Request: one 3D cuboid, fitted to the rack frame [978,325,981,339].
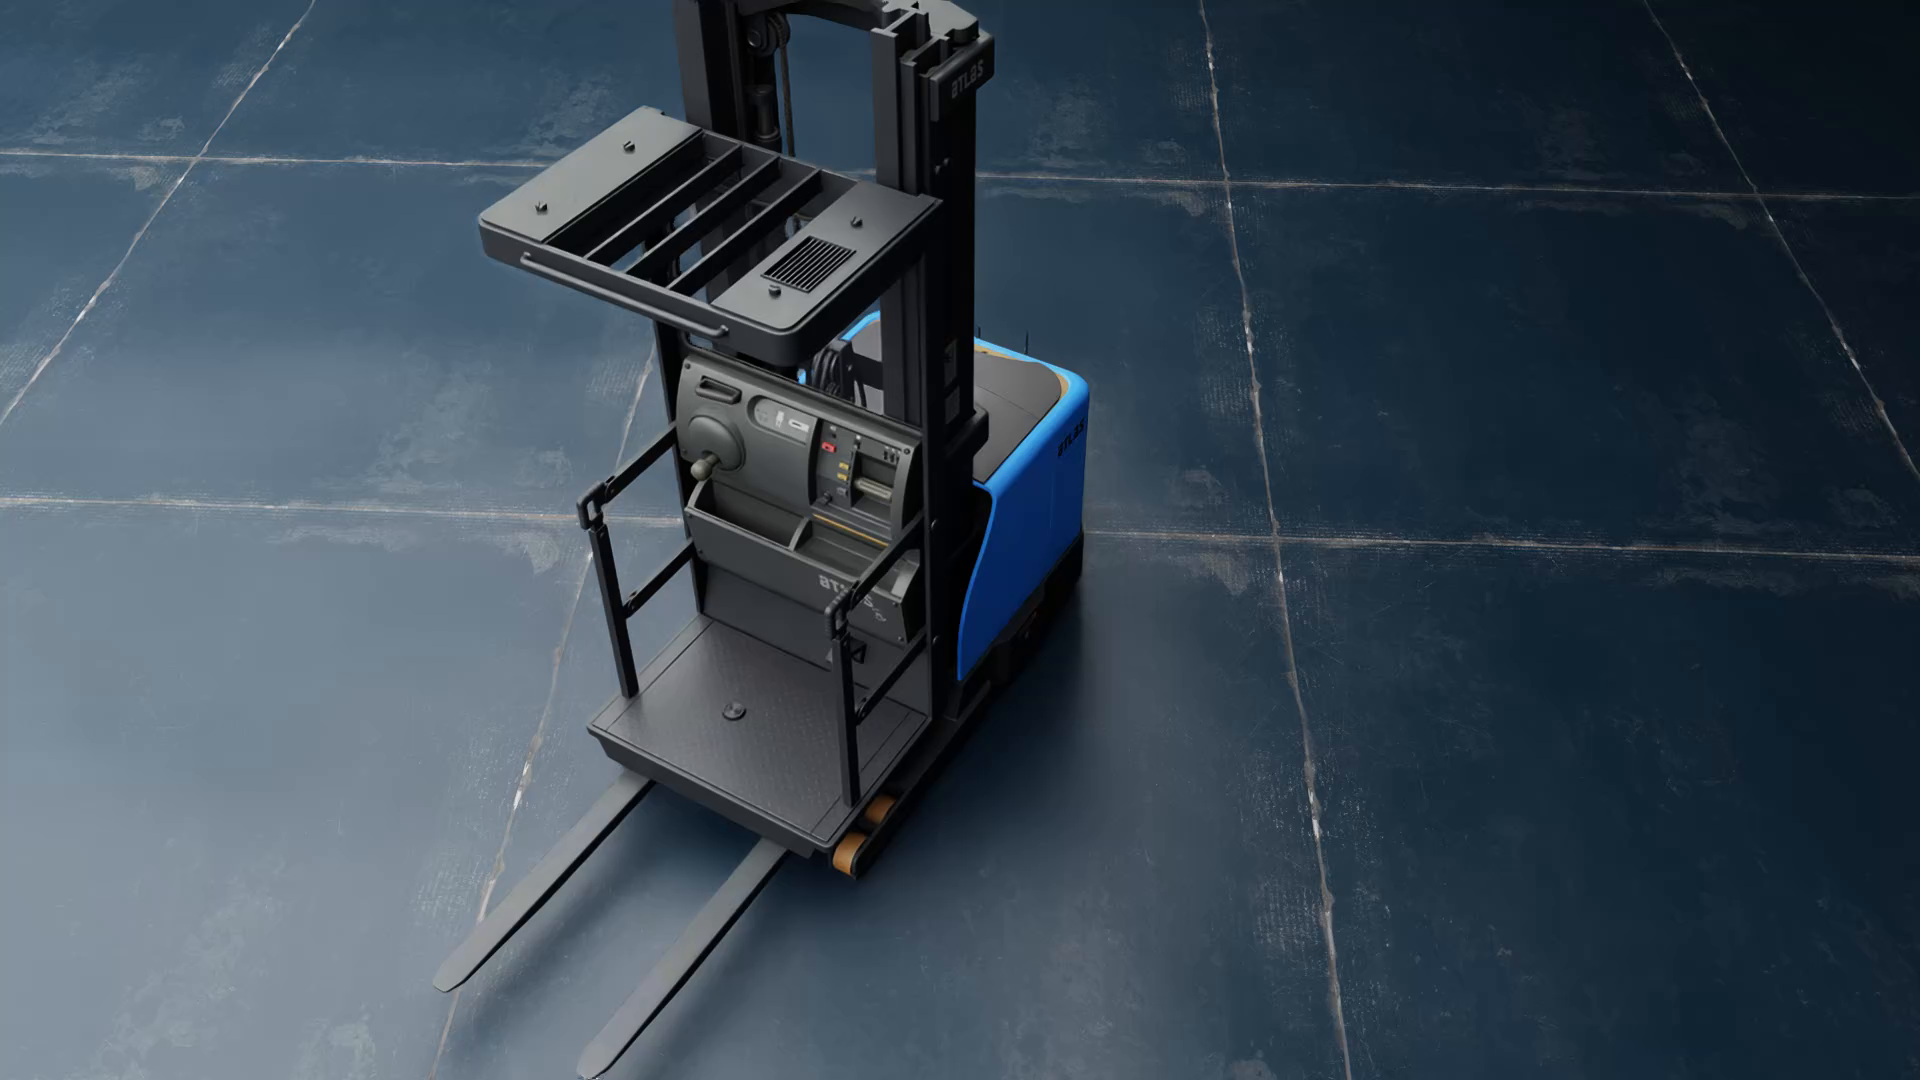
[{"bbox_3d":[0.059,-0.495,7.206,0.006,0.900,0.240,9,44,9],"label":"rack frame"}]

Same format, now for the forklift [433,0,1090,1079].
[{"bbox_3d":[-0.668,-0.222,5.424,1.130,2.935,3.031,22,47,22],"label":"forklift"}]

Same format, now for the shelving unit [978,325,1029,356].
[{"bbox_3d":[0.158,-0.479,7.190,0.210,0.900,0.258,9,44,9],"label":"shelving unit"}]

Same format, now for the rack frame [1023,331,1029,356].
[{"bbox_3d":[0.257,-0.464,7.173,0.006,0.900,0.240,9,44,9],"label":"rack frame"}]
